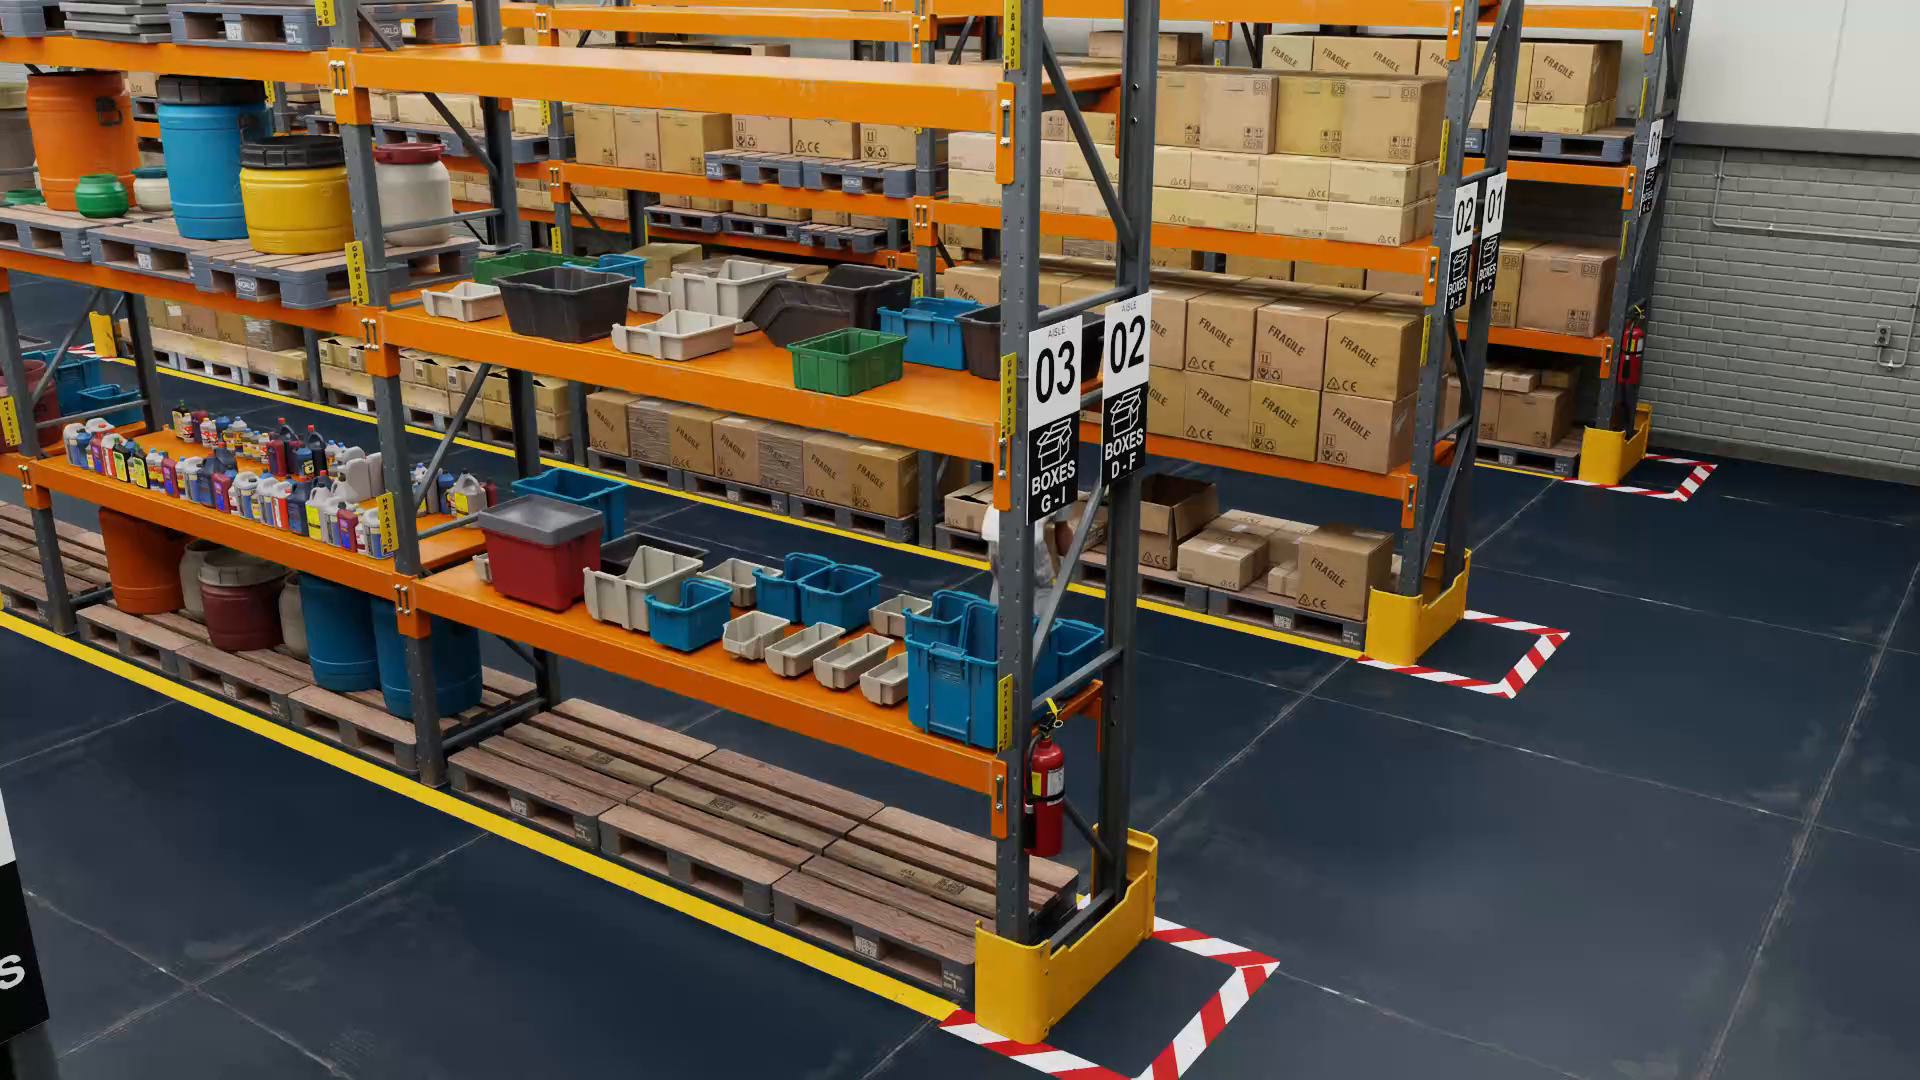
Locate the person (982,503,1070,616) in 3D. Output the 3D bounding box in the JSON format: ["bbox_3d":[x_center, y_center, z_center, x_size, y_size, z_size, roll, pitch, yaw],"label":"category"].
[{"bbox_3d":[0.492,0.044,11.430,0.498,1.437,0.876,12,23,31],"label":"person"}]
